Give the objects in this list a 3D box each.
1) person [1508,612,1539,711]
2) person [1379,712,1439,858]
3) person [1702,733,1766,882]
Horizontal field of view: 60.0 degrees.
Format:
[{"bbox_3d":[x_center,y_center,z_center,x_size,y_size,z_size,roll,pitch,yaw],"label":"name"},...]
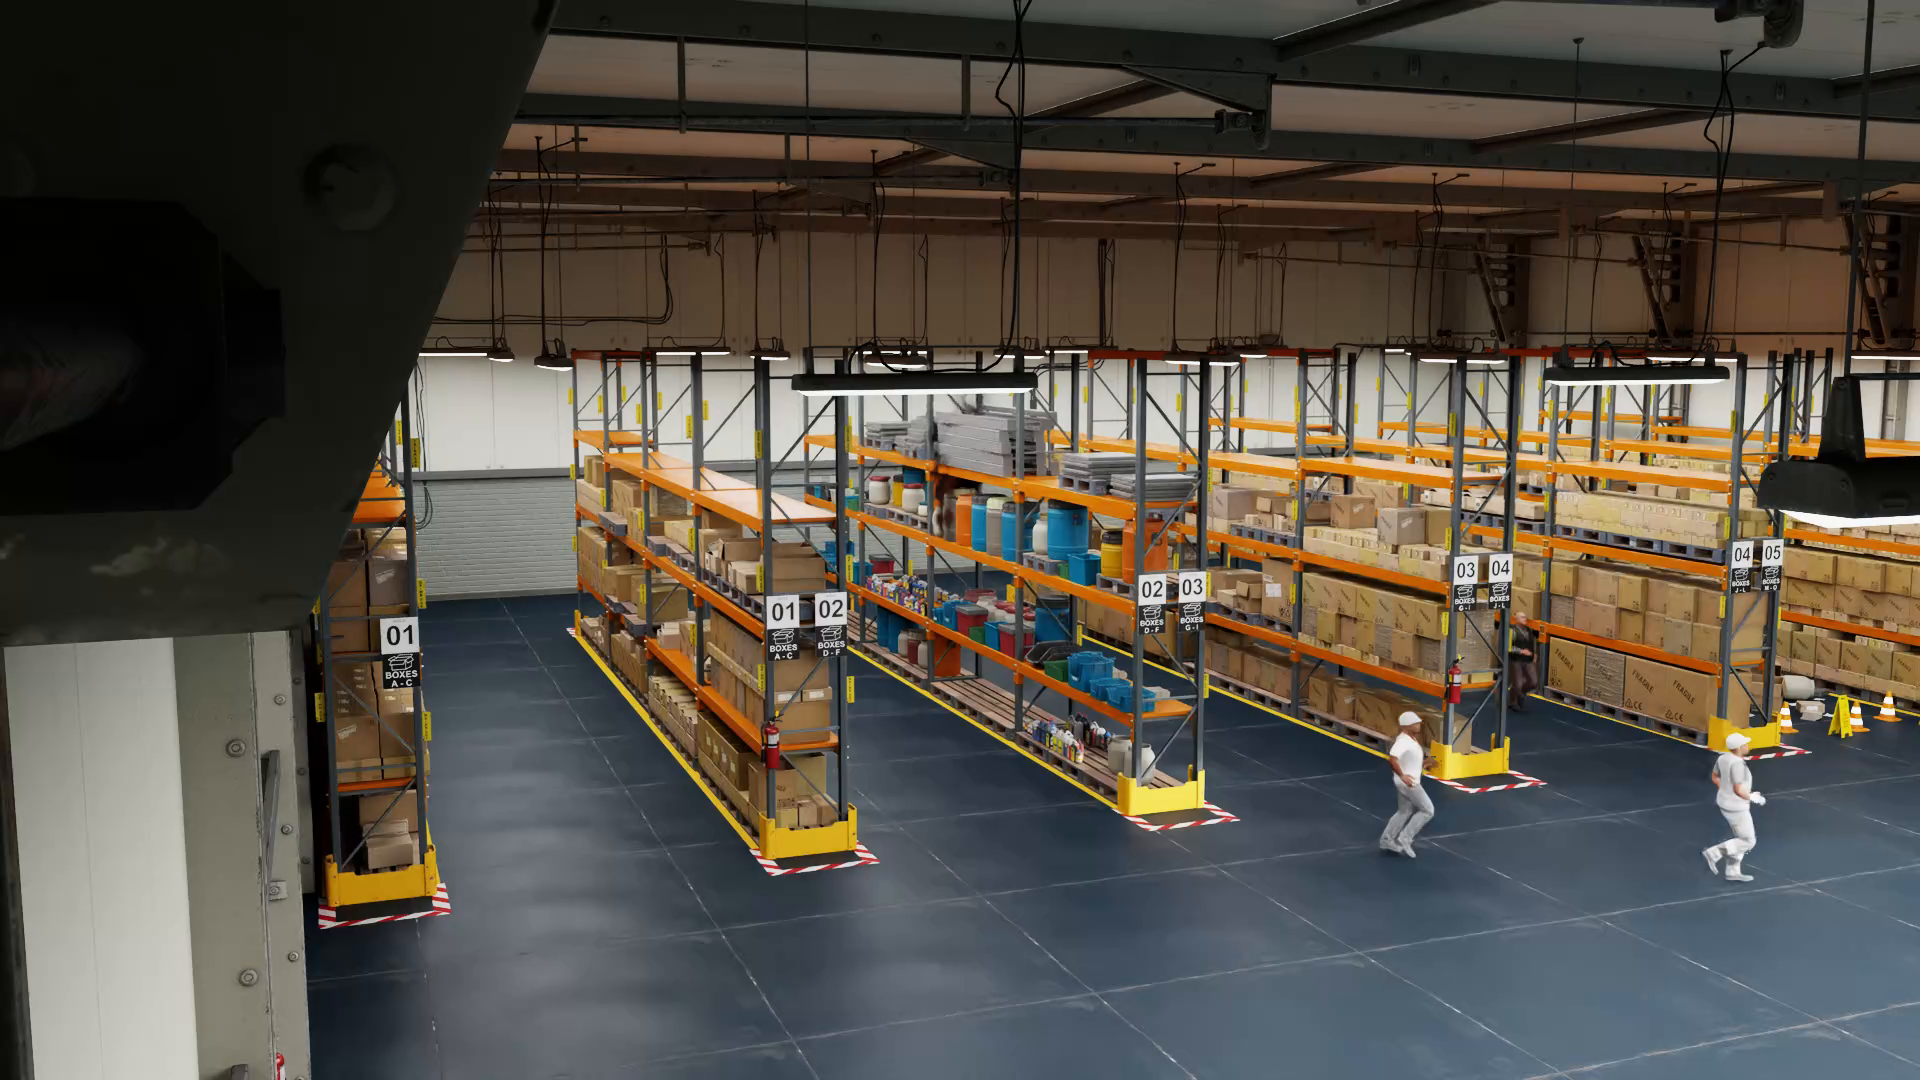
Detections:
[{"bbox_3d":[9.408,2.044,27.779,0.645,1.679,0.592,-2,7,-18],"label":"person"},{"bbox_3d":[5.469,2.964,20.190,0.700,1.773,0.673,1,7,10],"label":"person"},{"bbox_3d":[8.902,3.084,19.212,0.644,1.742,0.651,0,7,4],"label":"person"}]
